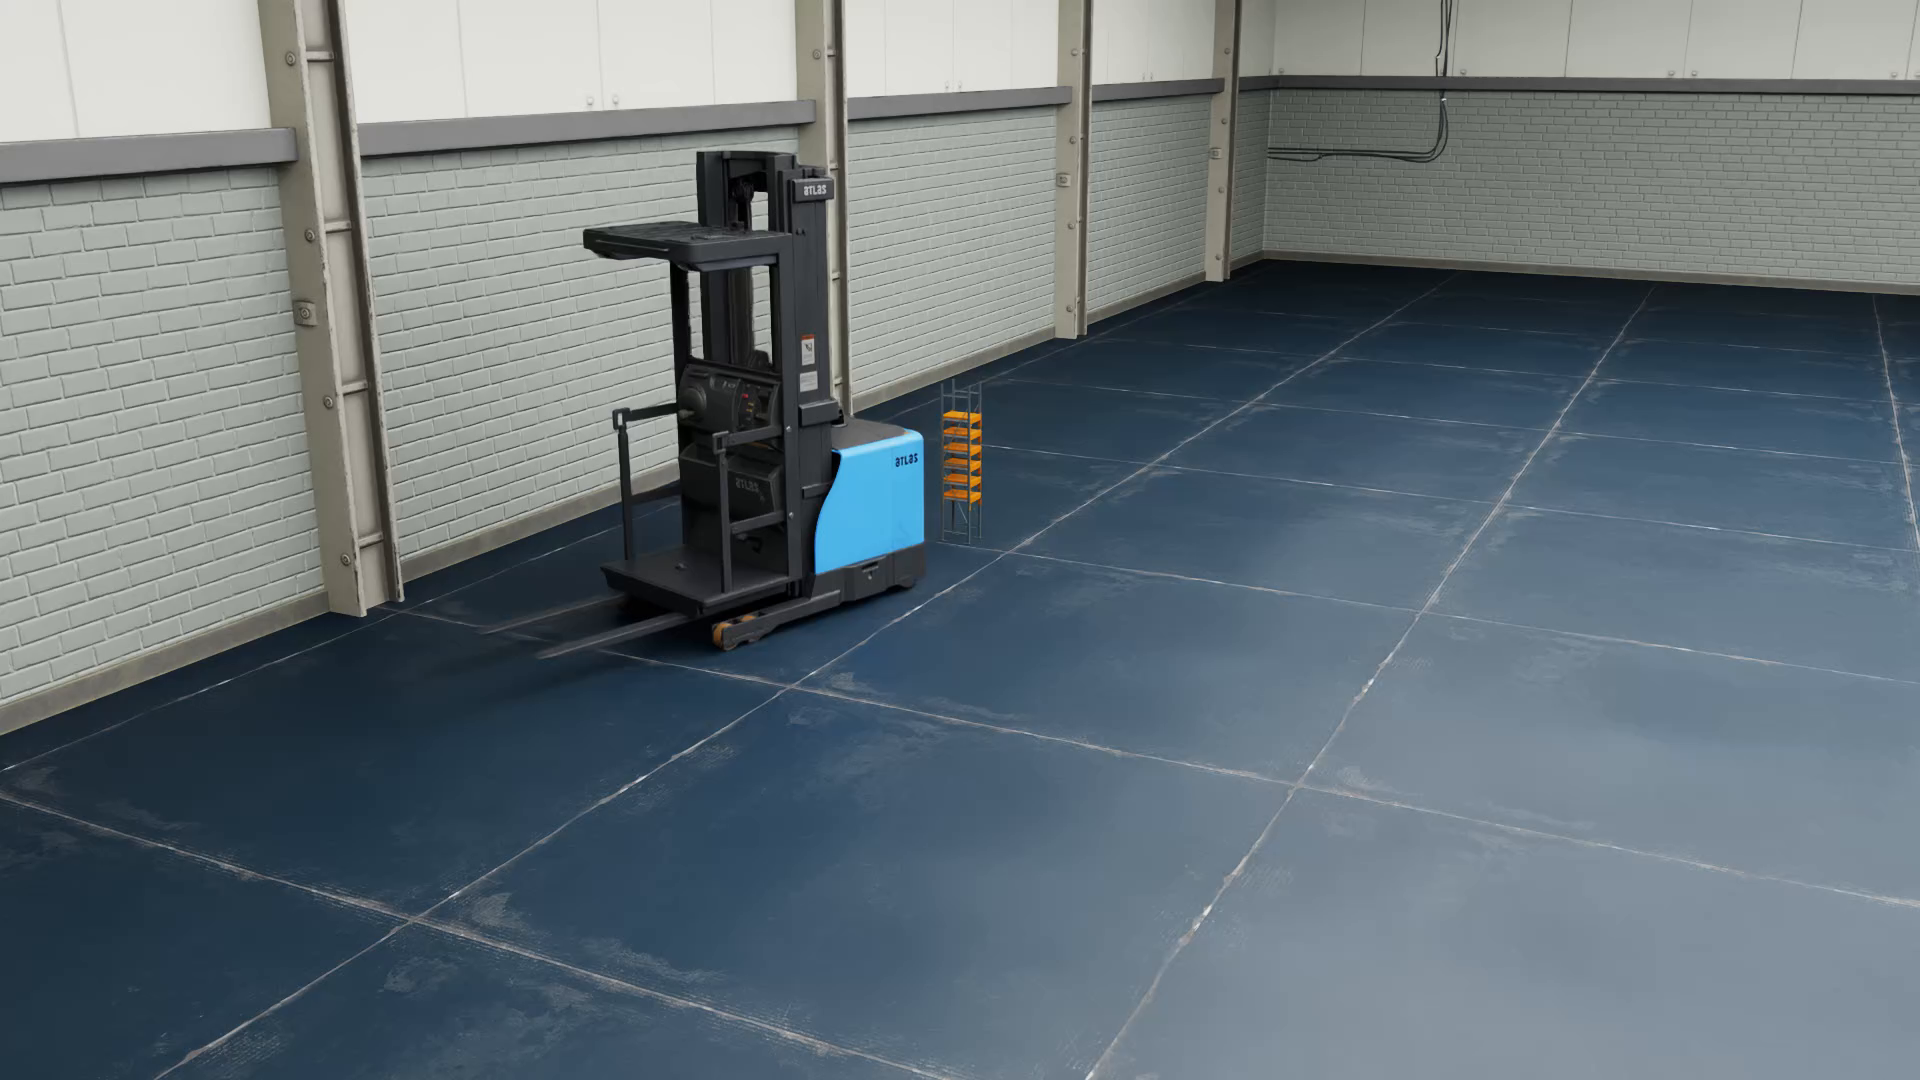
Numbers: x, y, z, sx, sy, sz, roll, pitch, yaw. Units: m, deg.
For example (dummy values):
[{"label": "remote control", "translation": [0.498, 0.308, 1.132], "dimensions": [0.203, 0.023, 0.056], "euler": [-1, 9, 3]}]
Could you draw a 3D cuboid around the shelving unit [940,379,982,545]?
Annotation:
[{"label": "shelving unit", "translation": [0.006, -0.579, 12.366], "dimensions": [0.258, 1.200, 0.189], "euler": [8, 18, 25]}]

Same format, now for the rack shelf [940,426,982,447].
[{"label": "rack shelf", "translation": [0.006, -0.766, 12.310], "dimensions": [0.258, 0.103, 0.180], "euler": [8, 18, 25]}]

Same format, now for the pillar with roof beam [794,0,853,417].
[{"label": "pillar with roof beam", "translation": [2.580, -4.861, 13.087], "dimensions": [9.100, 9.000, 0.400], "euler": [8, 18, 25]}]

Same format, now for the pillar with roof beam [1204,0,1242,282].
[{"label": "pillar with roof beam", "translation": [7.942, -7.918, 23.378], "dimensions": [9.100, 9.000, 0.400], "euler": [8, 18, 25]}]

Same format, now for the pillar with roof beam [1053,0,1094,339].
[{"label": "pillar with roof beam", "translation": [5.261, -6.390, 18.233], "dimensions": [9.100, 9.000, 0.400], "euler": [8, 18, 25]}]

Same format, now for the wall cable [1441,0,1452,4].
[{"label": "wall cable", "translation": [9.010, -9.636, 25.747], "dimensions": [3.097, 2.526, 0.112], "euler": [8, 18, 25]}]

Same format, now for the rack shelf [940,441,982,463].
[{"label": "rack shelf", "translation": [0.006, -0.651, 12.344], "dimensions": [0.258, 0.103, 0.180], "euler": [8, 18, 25]}]

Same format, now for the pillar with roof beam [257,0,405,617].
[{"label": "pillar with roof beam", "translation": [-0.101, -3.333, 7.942], "dimensions": [9.100, 9.000, 0.400], "euler": [8, 18, 25]}]

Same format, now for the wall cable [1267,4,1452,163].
[{"label": "wall cable", "translation": [6.590, -7.559, 27.624], "dimensions": [3.097, 2.526, 0.112], "euler": [8, 18, 25]}]

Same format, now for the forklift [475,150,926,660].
[{"label": "forklift", "translation": [-1.608, -0.892, 10.381], "dimensions": [1.130, 2.935, 3.031], "euler": [15, 22, 41]}]

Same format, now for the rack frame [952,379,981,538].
[{"label": "rack frame", "translation": [0.047, -0.602, 12.444], "dimensions": [0.240, 1.200, 0.006], "euler": [8, 18, 25]}]

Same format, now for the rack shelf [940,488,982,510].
[{"label": "rack shelf", "translation": [0.006, -0.306, 12.447], "dimensions": [0.258, 0.103, 0.180], "euler": [8, 18, 25]}]

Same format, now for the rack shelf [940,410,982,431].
[{"label": "rack shelf", "translation": [0.006, -0.881, 12.276], "dimensions": [0.258, 0.103, 0.180], "euler": [8, 18, 25]}]

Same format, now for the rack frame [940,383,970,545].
[{"label": "rack frame", "translation": [-0.034, -0.556, 12.287], "dimensions": [0.240, 1.200, 0.006], "euler": [8, 18, 25]}]

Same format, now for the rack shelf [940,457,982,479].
[{"label": "rack shelf", "translation": [0.006, -0.536, 12.379], "dimensions": [0.258, 0.103, 0.180], "euler": [8, 18, 25]}]

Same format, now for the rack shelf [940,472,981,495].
[{"label": "rack shelf", "translation": [0.006, -0.421, 12.413], "dimensions": [0.258, 0.103, 0.180], "euler": [8, 18, 25]}]
